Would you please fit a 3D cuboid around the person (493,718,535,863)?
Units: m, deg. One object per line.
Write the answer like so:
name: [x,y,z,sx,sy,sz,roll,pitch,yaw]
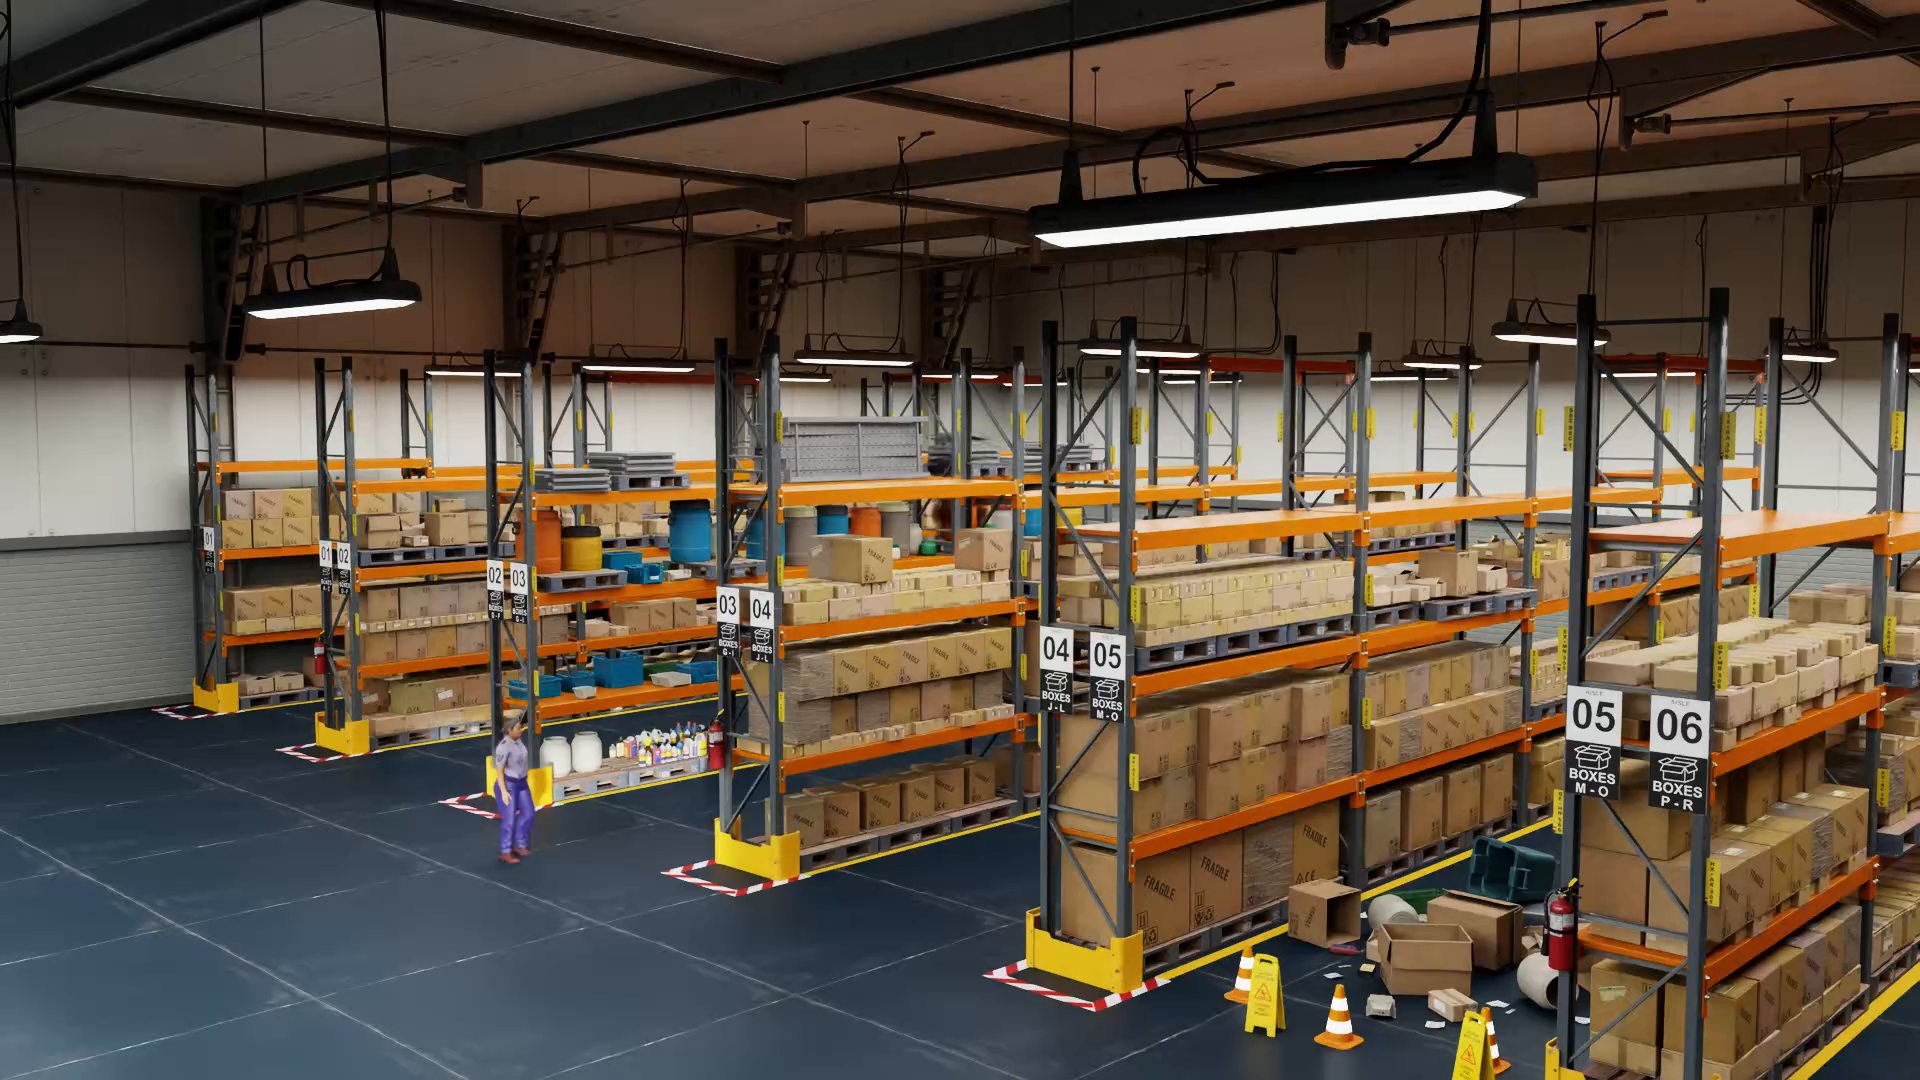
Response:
person: [-5.194,2.914,19.251,0.359,1.718,0.579,1,5,17]
